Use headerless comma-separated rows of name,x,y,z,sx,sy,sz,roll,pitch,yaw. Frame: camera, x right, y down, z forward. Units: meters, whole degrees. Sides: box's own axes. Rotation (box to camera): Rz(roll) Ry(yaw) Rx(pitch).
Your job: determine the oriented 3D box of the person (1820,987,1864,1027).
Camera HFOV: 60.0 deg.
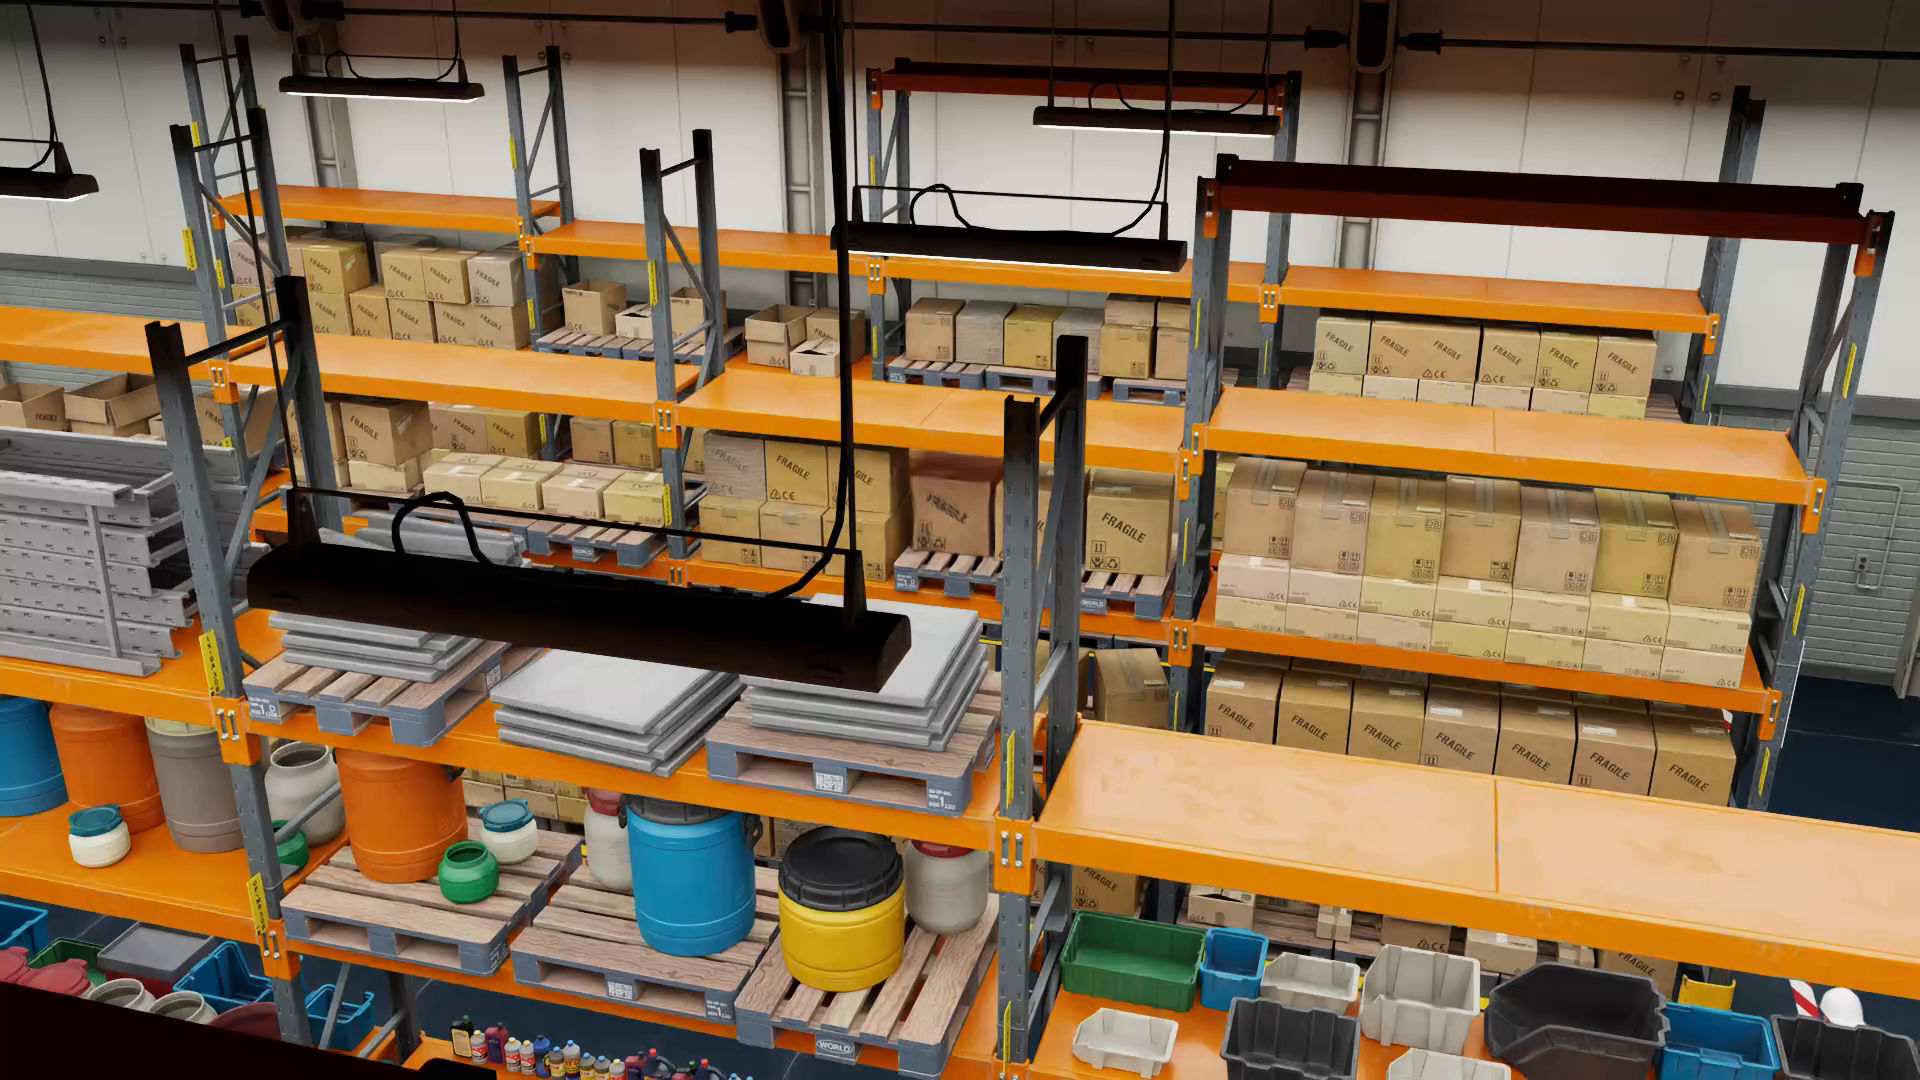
person,5.210,3.452,10.151,0.567,1.759,0.796,4,23,10
